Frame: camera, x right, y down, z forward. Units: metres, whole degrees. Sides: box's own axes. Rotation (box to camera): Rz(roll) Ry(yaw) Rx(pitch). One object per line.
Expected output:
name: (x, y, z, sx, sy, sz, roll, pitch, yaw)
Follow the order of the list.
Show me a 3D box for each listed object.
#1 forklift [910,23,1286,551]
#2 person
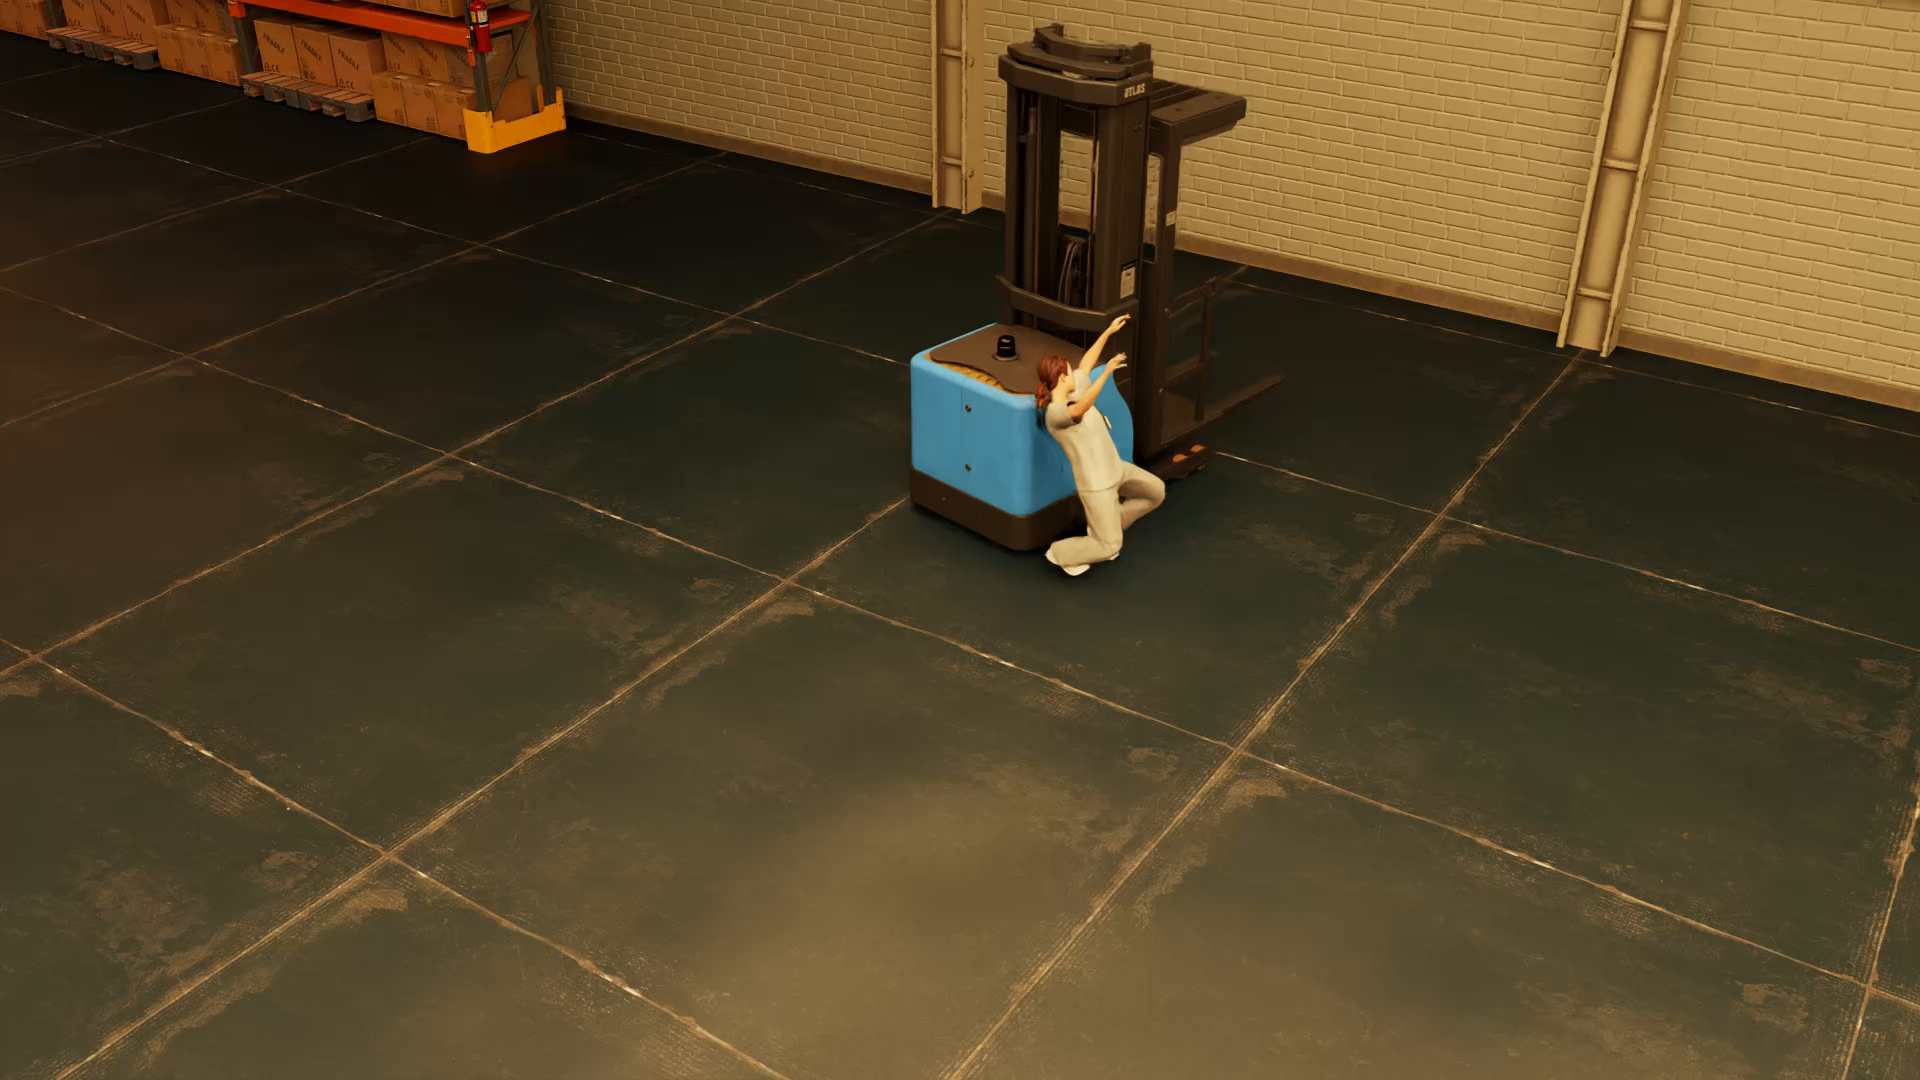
forklift: (1.070, -1.841, 10.752, 1.130, 2.935, 3.031, 26, 39, 37)
person: (0.841, -0.537, 9.880, 0.763, 1.562, 0.914, 12, 32, 20)
